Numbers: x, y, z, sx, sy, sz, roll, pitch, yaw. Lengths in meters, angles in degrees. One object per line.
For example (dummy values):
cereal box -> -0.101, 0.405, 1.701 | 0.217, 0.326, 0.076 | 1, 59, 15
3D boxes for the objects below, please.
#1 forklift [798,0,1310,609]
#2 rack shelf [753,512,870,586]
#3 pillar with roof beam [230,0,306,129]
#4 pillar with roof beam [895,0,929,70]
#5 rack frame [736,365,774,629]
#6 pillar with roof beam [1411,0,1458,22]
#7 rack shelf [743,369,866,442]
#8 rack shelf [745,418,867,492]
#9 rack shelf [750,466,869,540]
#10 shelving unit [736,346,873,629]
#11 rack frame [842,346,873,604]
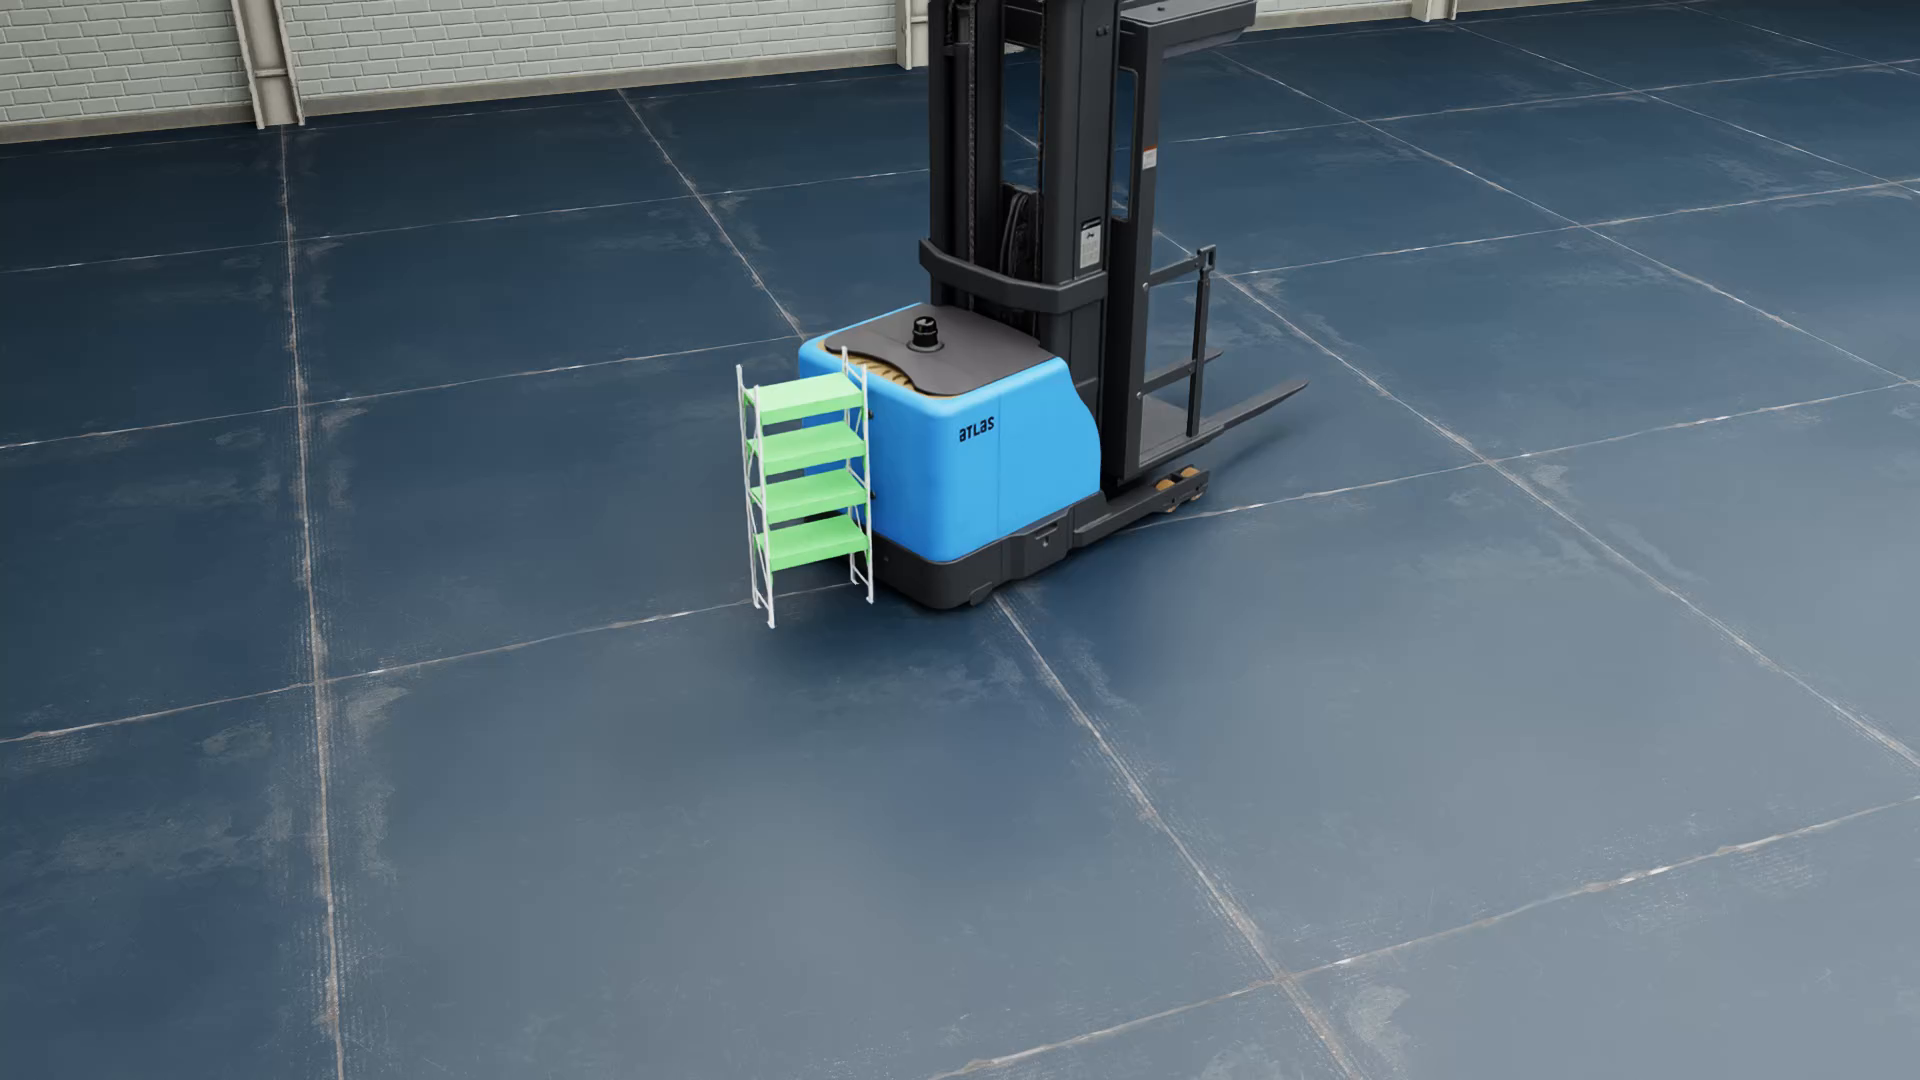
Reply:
forklift -> 0.649, -1.580, 8.062 | 3.031, 2.935, 1.130 | -25, 38, -37
rack shelf -> -0.682, 0.038, 7.586 | 0.480, 0.148, 0.258 | -13, 32, -22
pillar with roof beam -> -4.521, -5.618, 9.020 | 0.400, 9.000, 9.100 | -10, 31, -18
pillar with roof beam -> 1.102, -6.653, 10.837 | 0.400, 9.000, 9.100 | -10, 31, -18
rack frame -> -0.902, -0.174, 7.344 | 0.015, 1.200, 0.240 | -13, 32, -22
pillar with roof beam -> 6.726, -7.689, 12.655 | 0.400, 9.000, 9.100 | -10, 31, -18
rack shelf -> -0.682, -0.588, 7.229 | 0.480, 0.148, 0.258 | -13, 32, -22
rack shelf -> -0.682, -0.379, 7.348 | 0.480, 0.148, 0.258 | -13, 32, -22
rack shelf -> -0.682, -0.171, 7.467 | 0.480, 0.148, 0.258 | -13, 32, -22
shelving unit -> -0.682, -0.226, 7.435 | 0.503, 1.200, 0.258 | -13, 32, -22
rack frame -> -0.462, -0.279, 7.527 | 0.015, 1.200, 0.240 | -13, 32, -22
